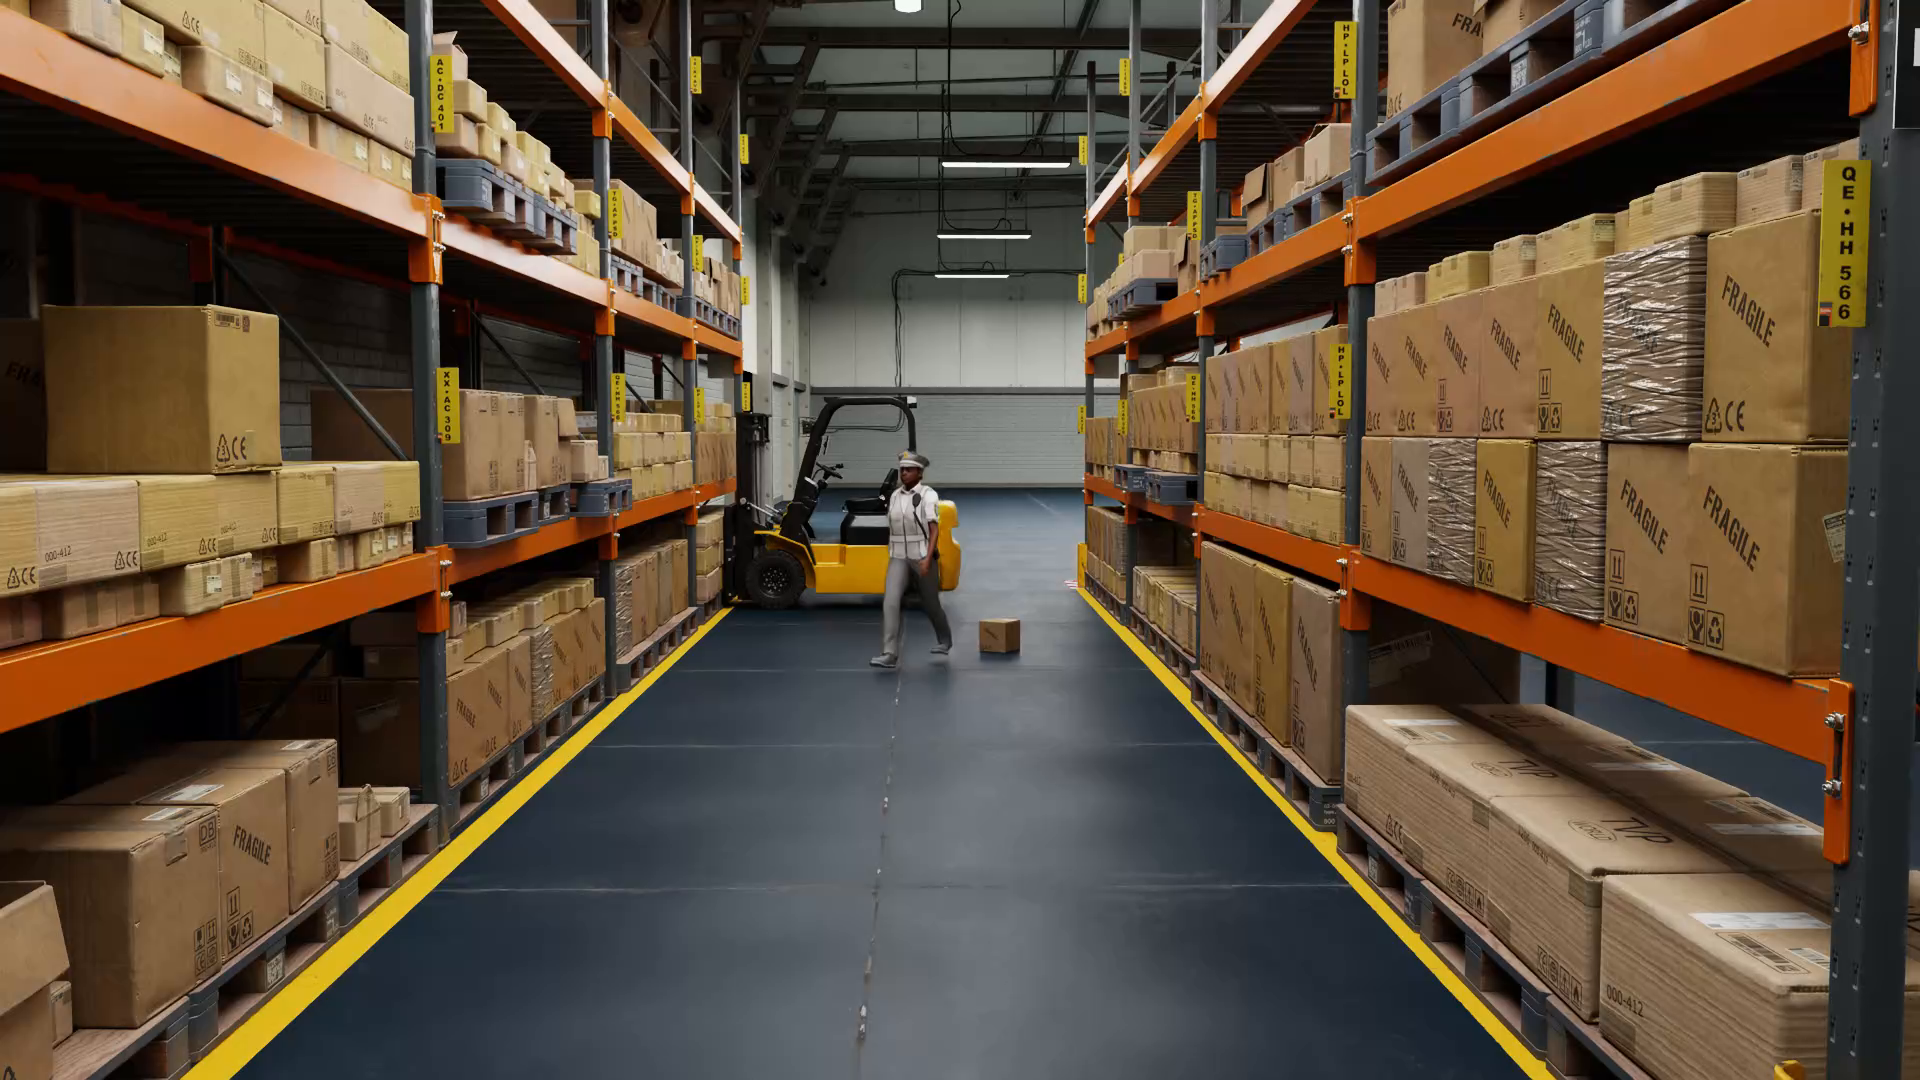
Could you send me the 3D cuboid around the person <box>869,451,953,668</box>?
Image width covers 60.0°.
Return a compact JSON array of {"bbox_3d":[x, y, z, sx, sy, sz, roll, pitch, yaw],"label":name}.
[{"bbox_3d":[-0.354,0.138,12.681,0.455,1.640,1.011,1,4,21],"label":"person"}]
